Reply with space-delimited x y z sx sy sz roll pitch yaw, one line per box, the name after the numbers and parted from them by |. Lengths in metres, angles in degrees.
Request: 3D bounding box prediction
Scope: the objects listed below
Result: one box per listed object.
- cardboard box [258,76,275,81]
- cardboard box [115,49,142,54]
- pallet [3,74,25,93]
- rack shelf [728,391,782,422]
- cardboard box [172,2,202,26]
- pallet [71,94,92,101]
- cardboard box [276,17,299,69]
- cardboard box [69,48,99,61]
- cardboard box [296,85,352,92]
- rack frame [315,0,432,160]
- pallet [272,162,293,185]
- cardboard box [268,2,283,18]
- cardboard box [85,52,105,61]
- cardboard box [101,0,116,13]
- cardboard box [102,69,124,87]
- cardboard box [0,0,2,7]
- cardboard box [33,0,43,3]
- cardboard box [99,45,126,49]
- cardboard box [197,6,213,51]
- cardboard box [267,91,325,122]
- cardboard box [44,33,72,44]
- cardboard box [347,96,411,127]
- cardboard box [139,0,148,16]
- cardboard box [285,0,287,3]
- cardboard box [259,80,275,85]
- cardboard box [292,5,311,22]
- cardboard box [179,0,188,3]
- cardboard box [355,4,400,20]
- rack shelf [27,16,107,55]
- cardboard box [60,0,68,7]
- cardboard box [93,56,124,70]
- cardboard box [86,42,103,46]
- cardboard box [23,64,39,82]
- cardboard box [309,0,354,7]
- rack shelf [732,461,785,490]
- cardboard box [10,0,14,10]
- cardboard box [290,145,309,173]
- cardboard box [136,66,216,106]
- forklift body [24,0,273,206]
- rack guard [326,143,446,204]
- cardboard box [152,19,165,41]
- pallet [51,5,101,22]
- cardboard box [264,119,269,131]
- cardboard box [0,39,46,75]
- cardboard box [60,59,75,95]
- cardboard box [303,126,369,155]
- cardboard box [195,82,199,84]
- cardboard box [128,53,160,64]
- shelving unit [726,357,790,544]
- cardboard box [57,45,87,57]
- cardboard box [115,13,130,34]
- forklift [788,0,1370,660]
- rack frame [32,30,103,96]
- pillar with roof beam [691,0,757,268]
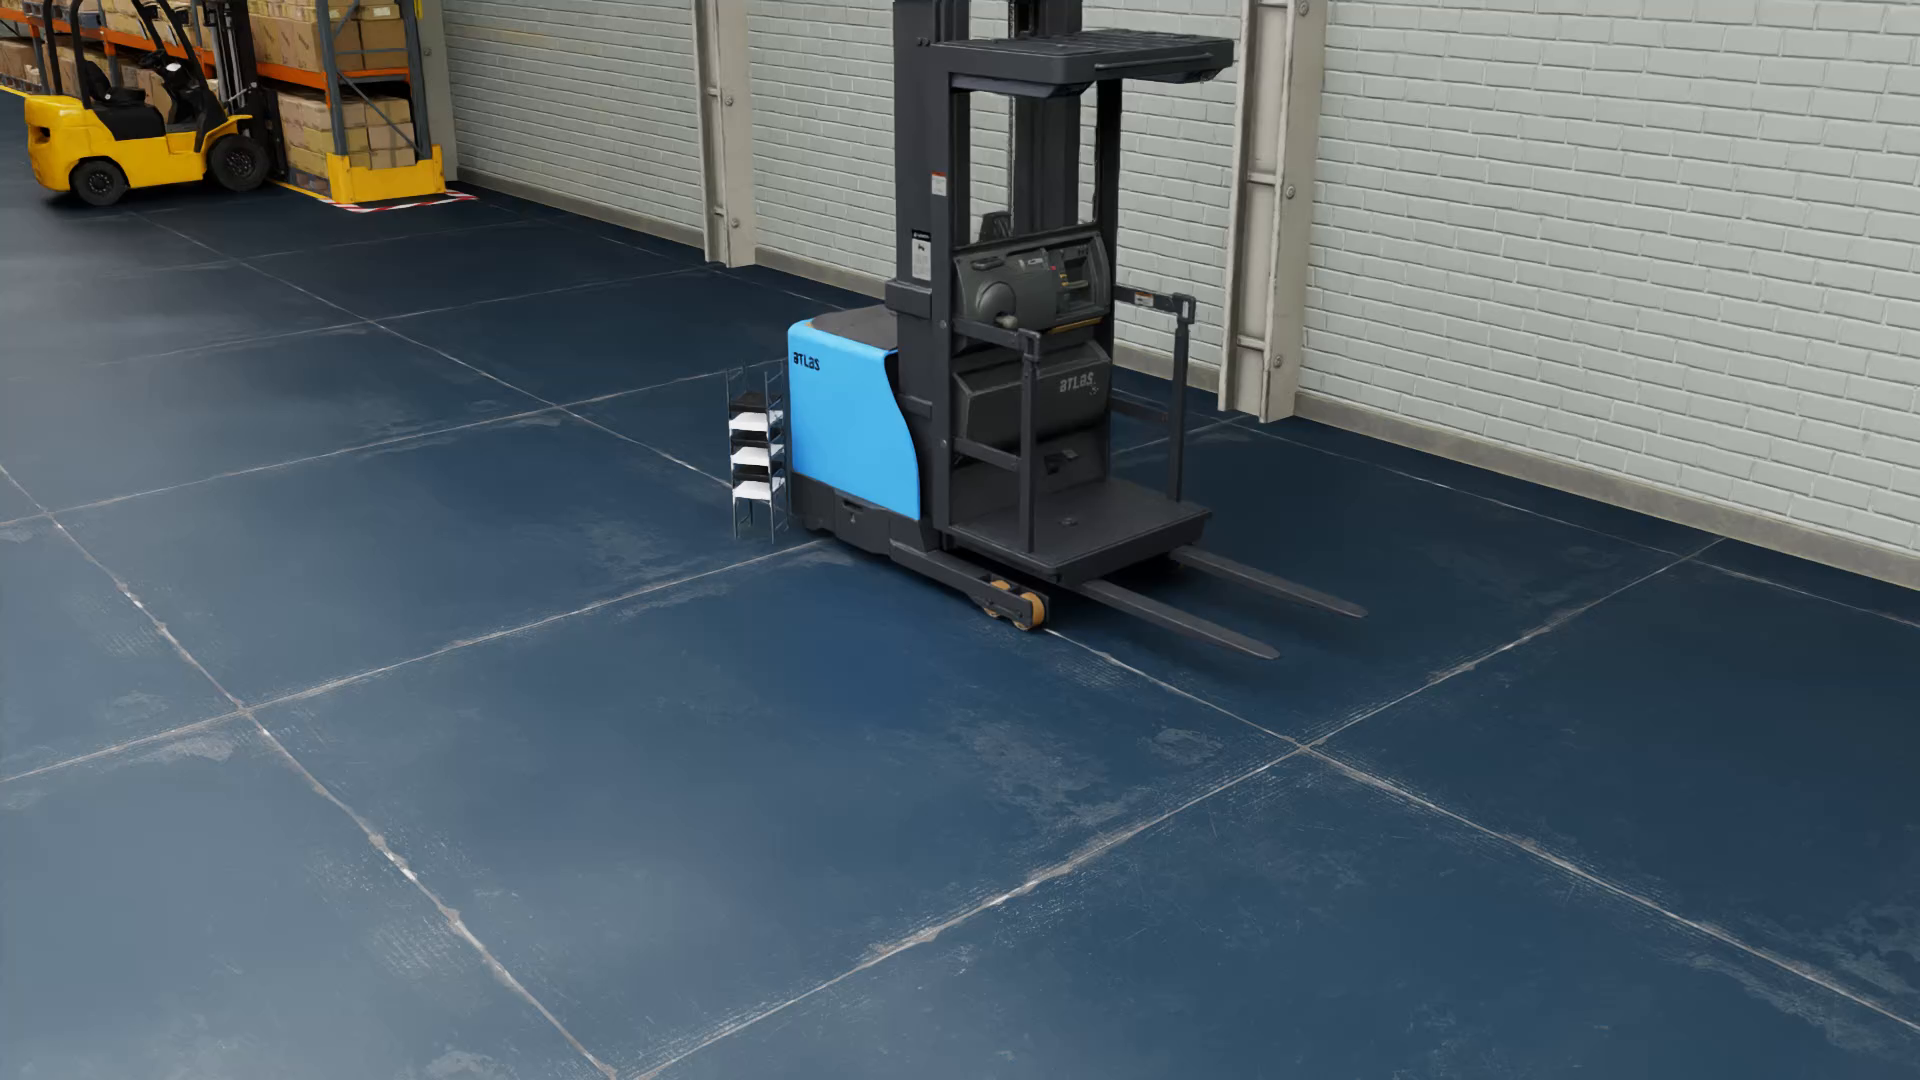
-8.319 -5.516 20.279 0.500 0.250 0.500 -17 27 -36 | cardboard box
-12.387 -7.227 24.785 0.380 0.149 0.250 -17 27 -37 | cardboard box
-15.257 -7.664 27.763 1.003 0.211 1.213 -17 27 -37 | pallet
-1.017 -0.672 8.316 0.200 0.077 0.258 5 22 13 | rack shelf
-9.301 -6.463 20.393 0.500 0.250 0.500 -18 28 -39 | cardboard box
-12.649 -6.584 25.006 1.003 0.211 1.213 -17 27 -37 | pallet
-7.028 -5.386 17.985 0.500 0.500 0.500 -16 27 -36 | cardboard box
-13.076 -7.261 24.872 0.380 0.149 0.250 -16 27 -36 | cardboard box
-7.323 -5.100 19.216 0.500 0.250 0.500 -18 28 -38 | cardboard box
-6.176 -5.120 17.444 1.000 3.000 0.127 -17 27 -37 | rack frame
-7.499 -4.360 19.327 1.003 0.211 1.213 -17 27 -37 | pallet
-7.290 -5.782 18.106 0.380 0.149 0.250 -19 28 -39 | cardboard box
-12.553 -7.044 24.318 0.380 0.149 0.250 -18 28 -38 | cardboard box
-11.312 -7.307 22.547 0.500 0.250 0.500 -17 27 -37 | cardboard box
-11.837 -6.428 23.634 0.500 0.500 0.500 -16 27 -36 | cardboard box
-15.623 -8.832 27.265 0.380 0.149 0.250 -17 27 -36 | cardboard box
-13.525 -8.348 24.972 0.700 0.500 0.500 -17 27 -37 | cardboard box
-12.883 -7.446 25.345 0.380 0.149 0.250 -17 27 -36 | cardboard box
-8.695 -6.087 19.776 0.500 0.500 0.500 -18 28 -39 | cardboard box
-7.387 -4.831 18.528 0.500 0.250 0.500 -17 27 -37 | cardboard box
-13.930 -7.760 25.738 0.380 0.149 0.250 -18 28 -38 | cardboard box
-6.346 -4.679 18.141 0.500 0.250 0.500 -18 28 -38 | cardboard box
-10.287 -6.890 21.483 0.500 0.250 0.500 -17 27 -37 | cardboard box
-7.051 -5.869 17.922 0.380 0.149 0.250 -17 27 -37 | cardboard box
-8.383 -5.254 19.609 0.500 0.250 0.500 -17 27 -37 | cardboard box
-6.804 -5.562 17.544 0.380 0.149 0.250 -17 27 -37 | cardboard box
-9.360 -6.683 20.406 0.380 0.149 0.250 -18 28 -38 | cardboard box
-6.201 -5.624 17.704 0.380 0.149 0.250 -18 28 -39 | cardboard box
-12.703 -7.548 24.629 1.077 0.370 4.000 -17 27 -37 | rack shelf
-12.603 -7.981 24.031 0.797 0.503 0.637 -18 28 -39 | cardboard box
-12.114 -6.808 23.716 0.380 0.149 0.250 -19 28 -40 | cardboard box
-13.374 -7.665 25.903 0.380 0.149 0.250 -17 27 -37 | cardboard box
-14.828 -7.541 26.797 0.396 0.266 0.258 -16 27 -36 | cardboard box
-6.569 -5.656 17.378 0.380 0.149 0.250 -17 27 -37 | cardboard box
-1.017 -0.337 8.448 0.200 0.077 0.258 5 22 13 | rack shelf
-14.933 -8.558 26.567 0.380 0.149 0.250 -17 27 -36 | cardboard box
-7.039 -4.230 18.365 0.500 0.250 0.500 -17 27 -37 | cardboard box
-10.569 -6.066 22.539 0.875 0.625 0.625 -16 27 -36 | cardboard box
-8.796 -4.815 17.828 2.313 2.155 1.214 -17 27 -37 | forklift body
-6.160 -3.950 17.883 1.175 0.500 0.348 -17 27 -37 | rack guard
-9.947 -6.515 21.210 0.500 0.250 0.500 -17 27 -37 | cardboard box
-12.671 -7.777 24.491 1.003 0.211 1.213 -17 27 -37 | pallet
-7.726 -4.746 18.998 0.500 0.250 0.500 -18 27 -38 | cardboard box
-15.764 -8.136 27.994 0.700 0.500 0.500 -16 27 -35 | cardboard box
-13.186 -6.996 25.086 0.500 0.500 0.500 -18 28 -39 | cardboard box
-6.730 -4.328 17.931 0.500 0.250 0.500 -18 28 -38 | cardboard box
-9.136 -5.457 20.983 0.875 0.625 0.625 -16 26 -35 | cardboard box
-11.878 -7.012 24.236 0.380 0.149 0.250 -17 27 -37 | cardboard box
-1.017 -0.451 8.403 0.210 0.900 0.258 5 22 13 | shelving unit
-13.561 -7.481 25.433 0.380 0.149 0.250 -19 28 -40 | cardboard box
-10.969 -6.940 22.295 0.500 0.250 0.500 -18 28 -39 | cardboard box
0.482 -1.171 7.454 1.130 2.935 3.031 -18 28 -39 | forklift
-14.009 -8.436 25.909 1.000 3.000 0.127 -17 27 -37 | rack frame
-5.292 -5.638 10.540 9.100 9.000 0.400 -17 27 -37 | pillar with roof beam
